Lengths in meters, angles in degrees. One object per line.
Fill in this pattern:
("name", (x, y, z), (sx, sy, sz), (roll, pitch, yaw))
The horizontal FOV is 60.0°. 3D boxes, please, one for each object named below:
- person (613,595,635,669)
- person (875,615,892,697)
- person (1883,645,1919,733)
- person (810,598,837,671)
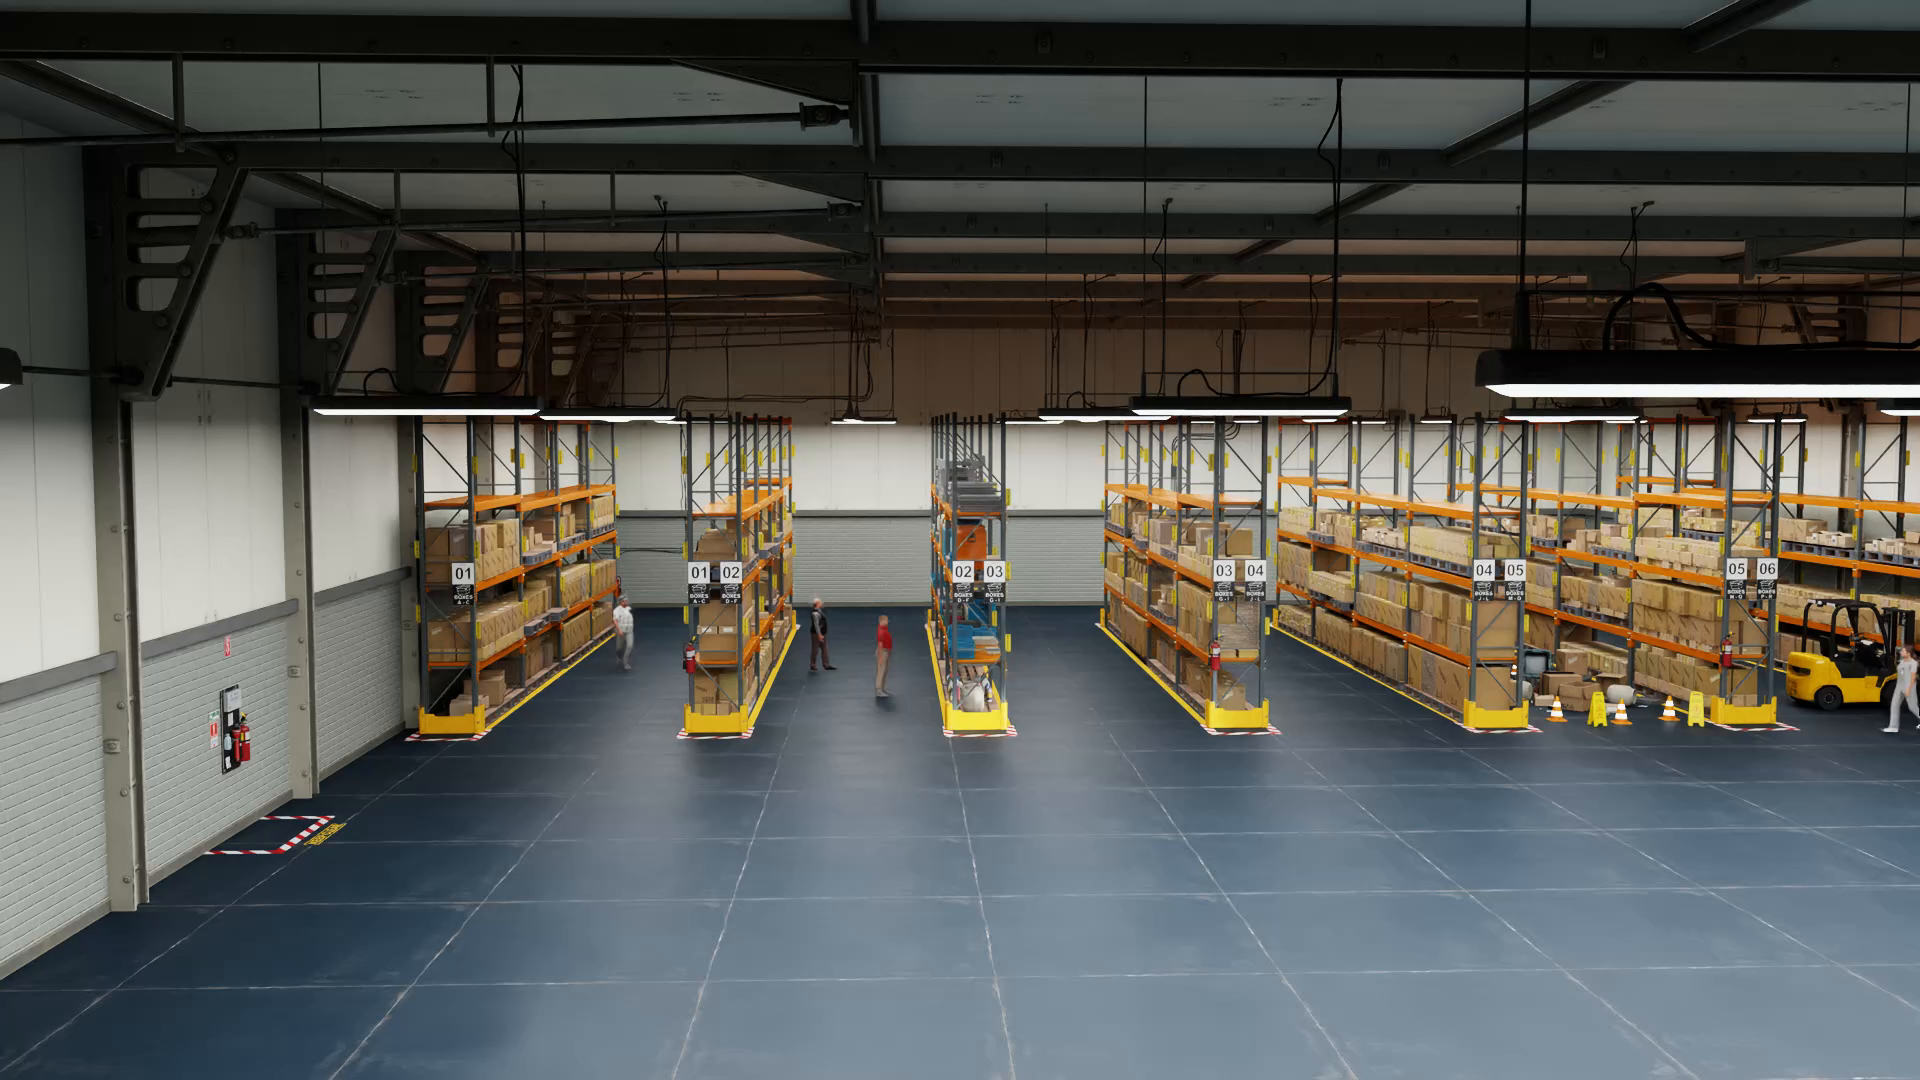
("person", (-7.993, 2.174, 39.620), (0.603, 1.753, 0.727), (-2, 5, -32))
("person", (-1.619, 2.455, 35.325), (0.367, 1.737, 0.637), (0, 4, 2))
("person", (17.733, 2.782, 31.093), (0.948, 1.644, 0.422), (-2, 4, -22))
("person", (-3.245, 2.215, 38.821), (0.599, 1.711, 0.605), (2, 4, 23))
